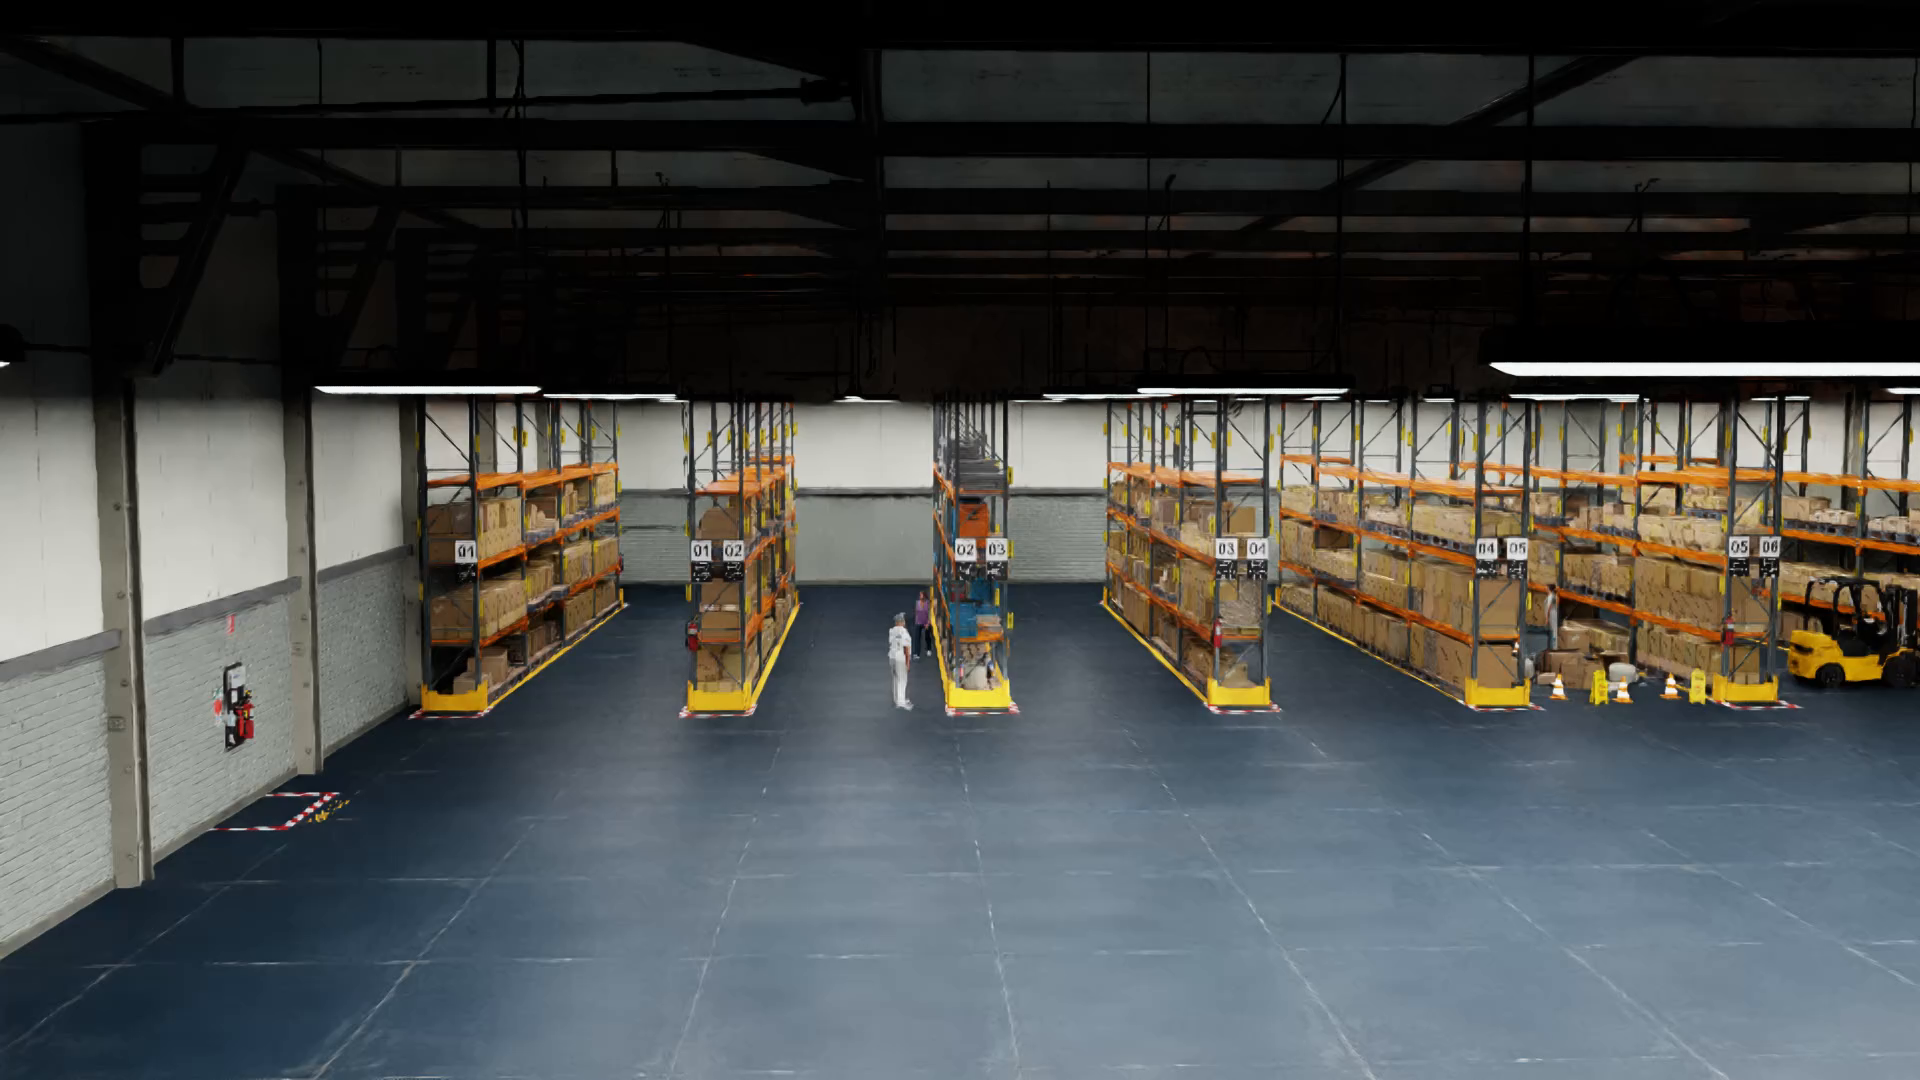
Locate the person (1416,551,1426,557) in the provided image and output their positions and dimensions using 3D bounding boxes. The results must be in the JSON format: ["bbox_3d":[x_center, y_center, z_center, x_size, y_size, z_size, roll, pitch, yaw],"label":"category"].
[{"bbox_3d":[12.565,1.121,45.317,0.557,1.784,0.639,1,5,15],"label":"person"}]

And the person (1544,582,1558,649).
[{"bbox_3d":[13.457,1.776,37.990,0.572,1.665,0.560,2,5,23],"label":"person"}]

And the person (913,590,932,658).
[{"bbox_3d":[-0.821,1.883,37.539,0.408,1.533,0.961,1,5,7],"label":"person"}]

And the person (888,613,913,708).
[{"bbox_3d":[-1.103,2.267,31.489,0.473,1.762,0.595,-3,6,-34],"label":"person"}]
